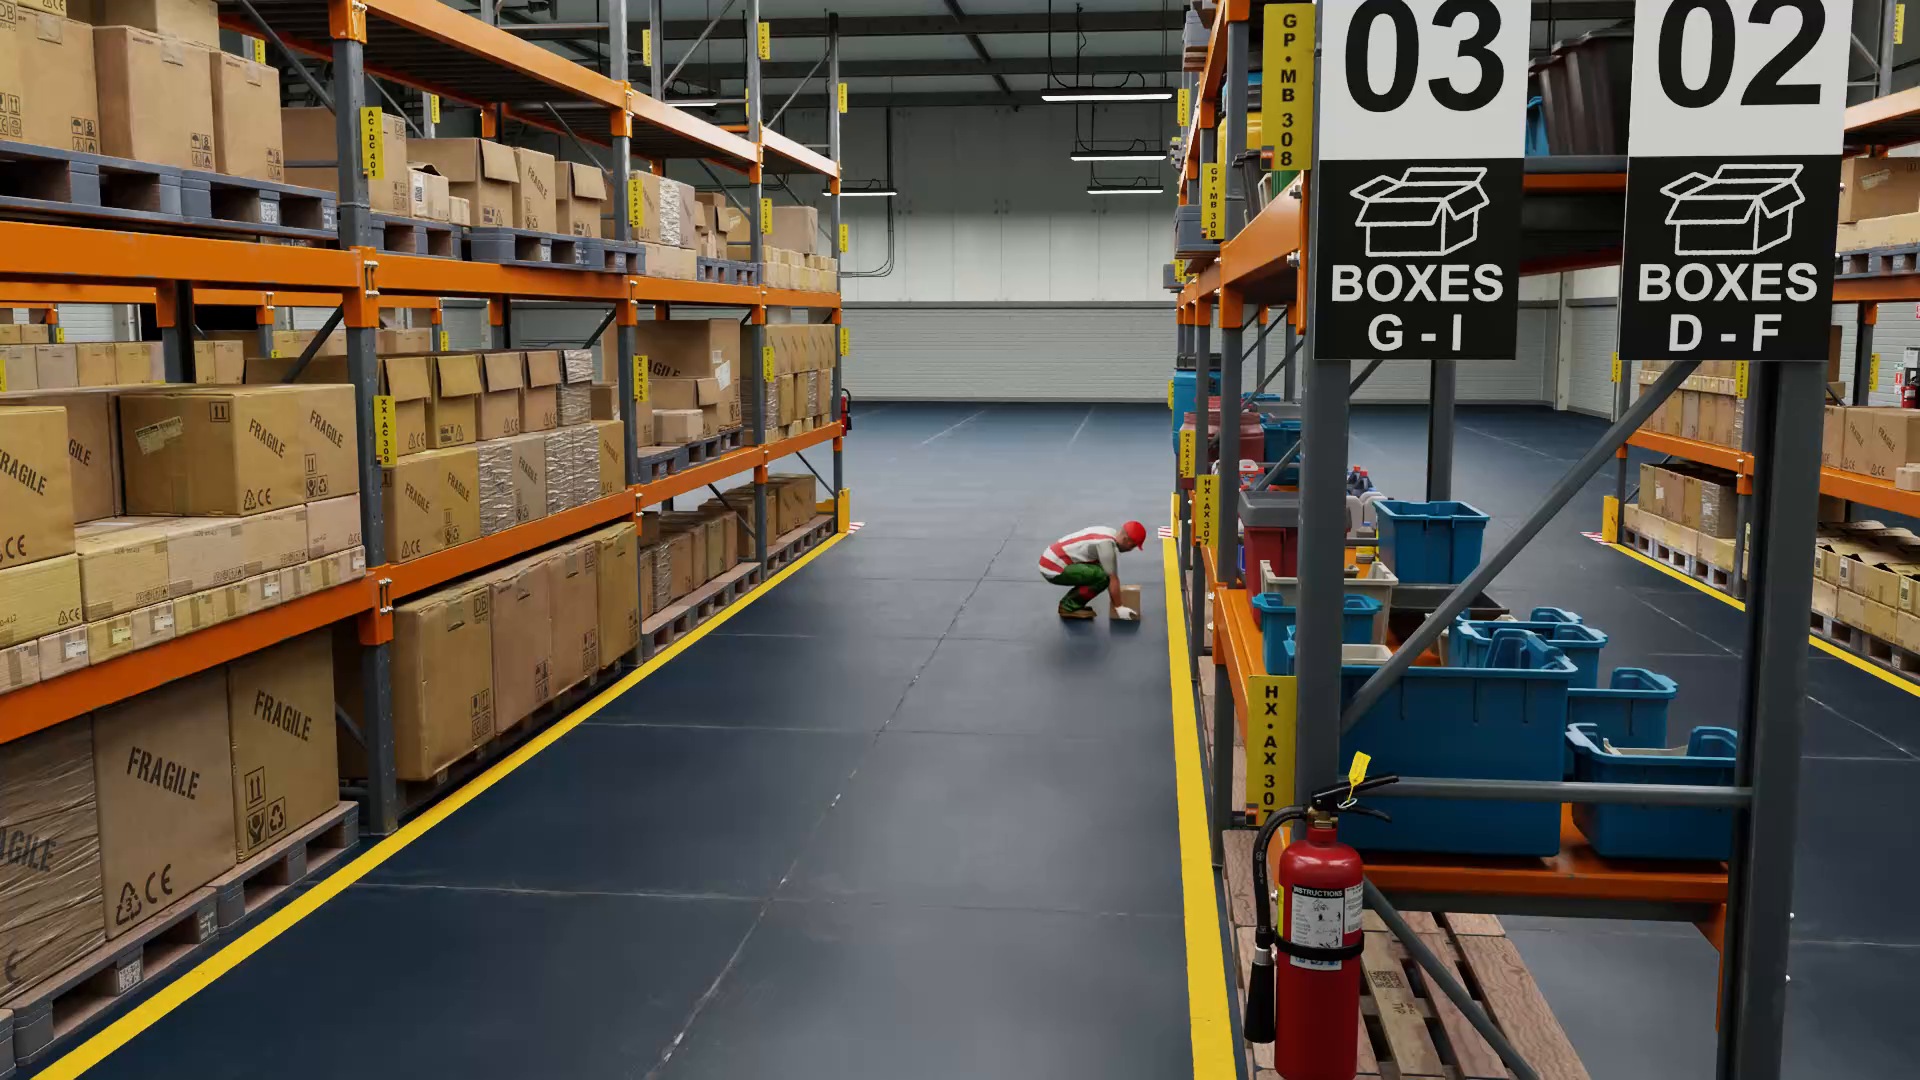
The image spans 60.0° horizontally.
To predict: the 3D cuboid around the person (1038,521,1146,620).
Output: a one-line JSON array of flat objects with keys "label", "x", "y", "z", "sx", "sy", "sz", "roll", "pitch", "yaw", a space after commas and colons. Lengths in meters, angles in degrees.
[{"label": "person", "x": 1.118, "y": 0.278, "z": 14.102, "sx": 0.907, "sy": 0.880, "sz": 0.544, "roll": 1, "pitch": 8, "yaw": 6}]
